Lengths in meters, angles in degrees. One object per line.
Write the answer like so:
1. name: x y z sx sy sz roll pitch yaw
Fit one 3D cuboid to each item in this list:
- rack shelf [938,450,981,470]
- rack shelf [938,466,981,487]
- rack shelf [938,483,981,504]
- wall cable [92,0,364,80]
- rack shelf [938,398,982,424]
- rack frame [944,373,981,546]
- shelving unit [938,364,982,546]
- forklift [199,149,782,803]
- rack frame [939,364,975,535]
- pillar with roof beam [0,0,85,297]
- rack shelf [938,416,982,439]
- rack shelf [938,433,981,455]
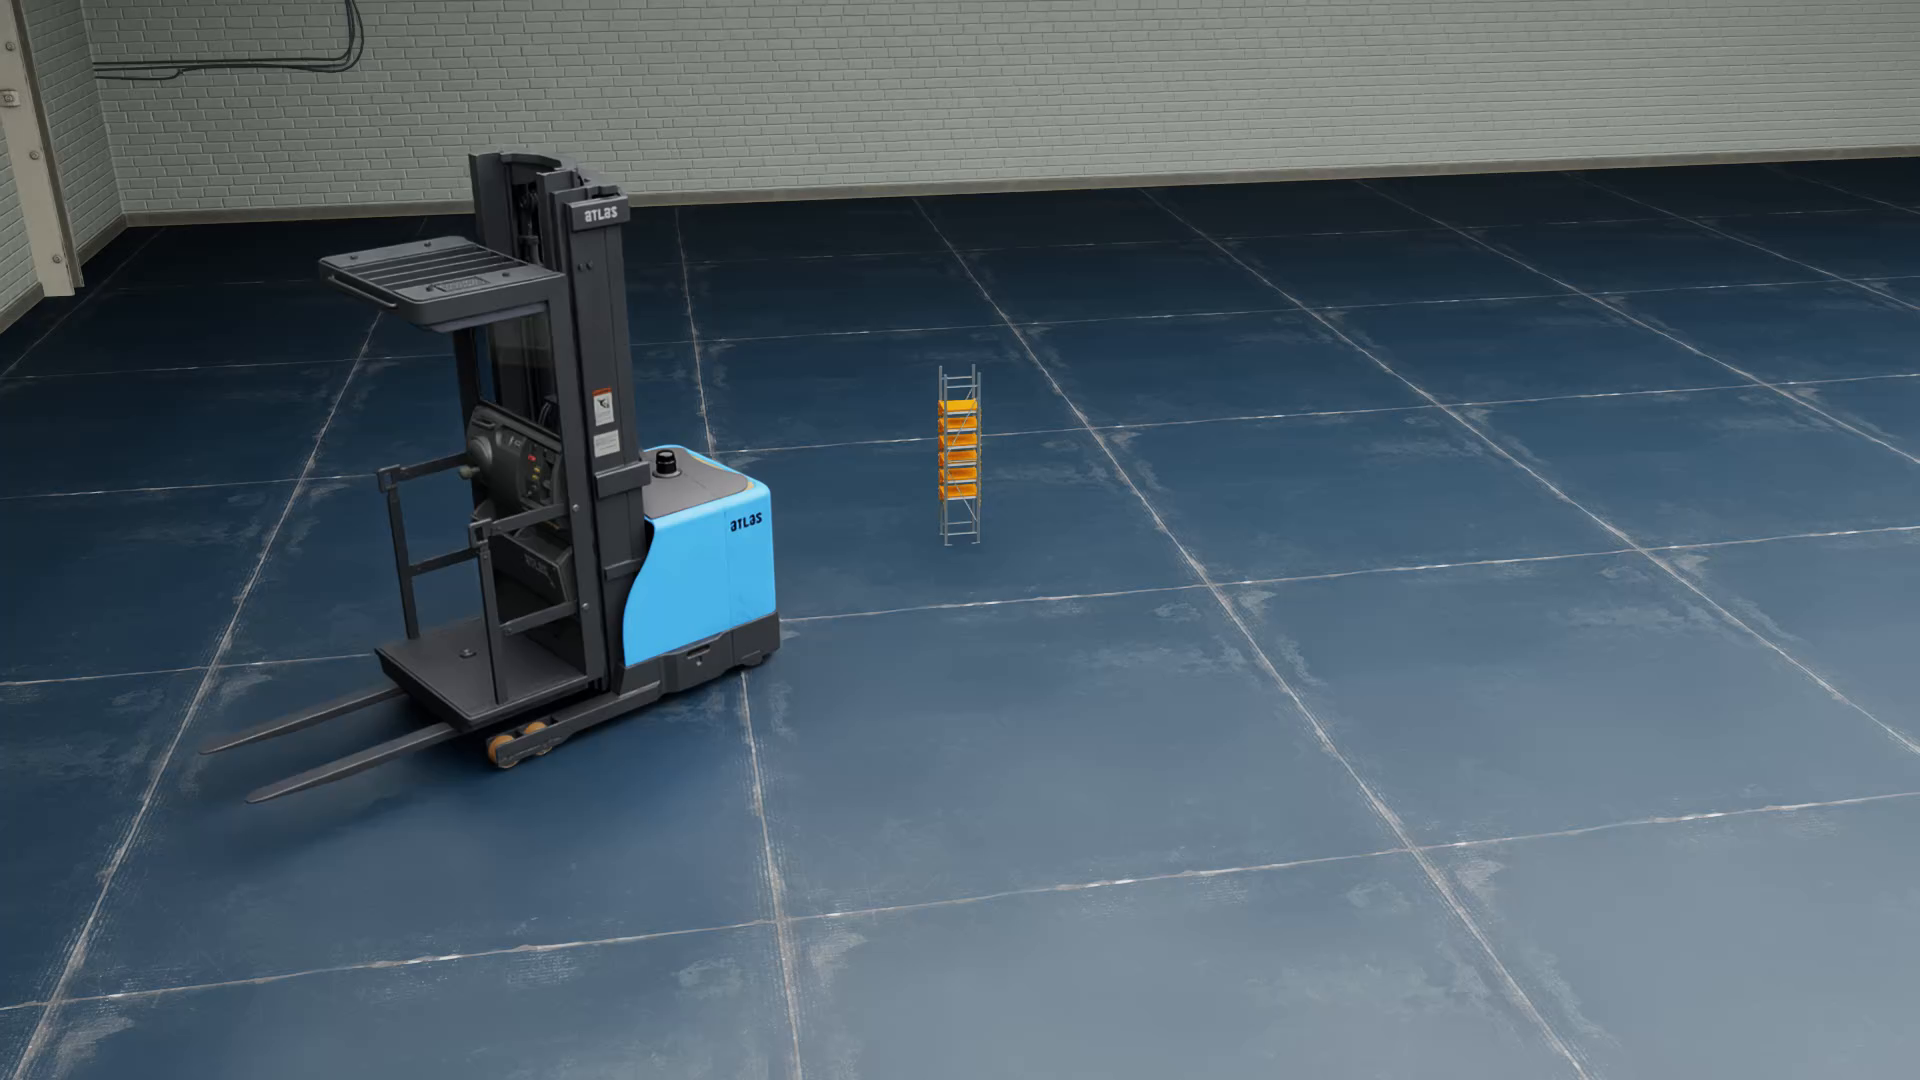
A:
1. rack shelf: -0.003 -0.515 11.041 0.258 0.103 0.180 -4 24 -10
2. rack shelf: -0.003 -0.405 11.089 0.258 0.103 0.180 -4 24 -10
3. rack shelf: -0.003 -0.295 11.137 0.258 0.103 0.180 -4 24 -10
4. wall cable: -8.478 -6.520 18.814 3.097 2.526 0.112 -4 24 -10
5. rack shelf: -0.003 -0.845 10.897 0.258 0.103 0.180 -4 24 -10
6. rack frame: 0.014 -0.520 10.940 0.240 1.200 0.006 -4 24 -10
7. shelving unit: -0.003 -0.556 11.023 0.258 1.200 0.189 -4 24 -10
8. forklift: -2.464 -0.407 8.520 3.031 2.935 1.130 -20 31 -38
9. rack frame: -0.020 -0.592 11.105 0.240 1.200 0.006 -4 24 -10
10. pillar with roof beam: -5.002 -7.005 16.045 9.100 9.000 0.400 -4 24 -10
11. rack shelf: -0.003 -0.735 10.945 0.258 0.103 0.180 -4 24 -10
12. rack shelf: -0.003 -0.625 10.993 0.258 0.103 0.180 -4 24 -10
